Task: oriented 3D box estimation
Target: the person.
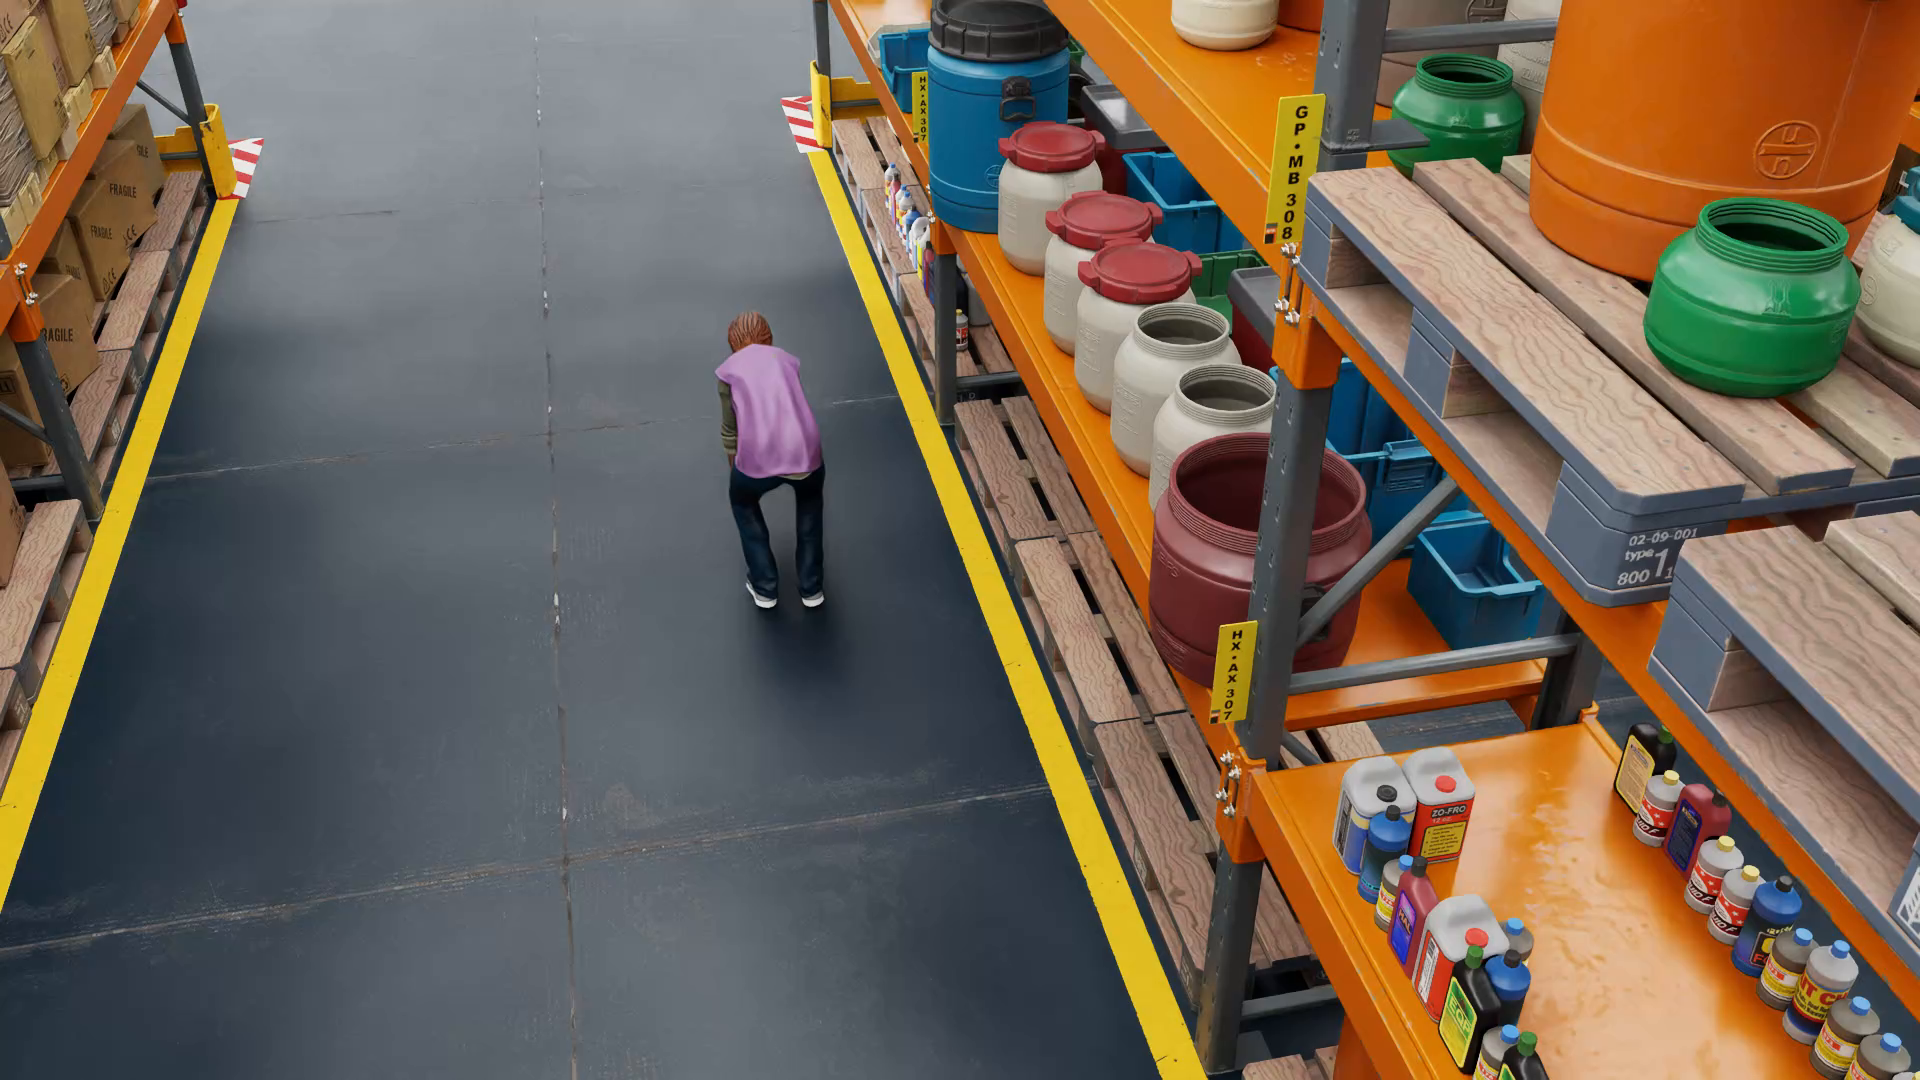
[{"bbox_3d":[-0.793,-0.312,7.023,0.397,1.116,0.842,-9,36,-12],"label":"person"}]
